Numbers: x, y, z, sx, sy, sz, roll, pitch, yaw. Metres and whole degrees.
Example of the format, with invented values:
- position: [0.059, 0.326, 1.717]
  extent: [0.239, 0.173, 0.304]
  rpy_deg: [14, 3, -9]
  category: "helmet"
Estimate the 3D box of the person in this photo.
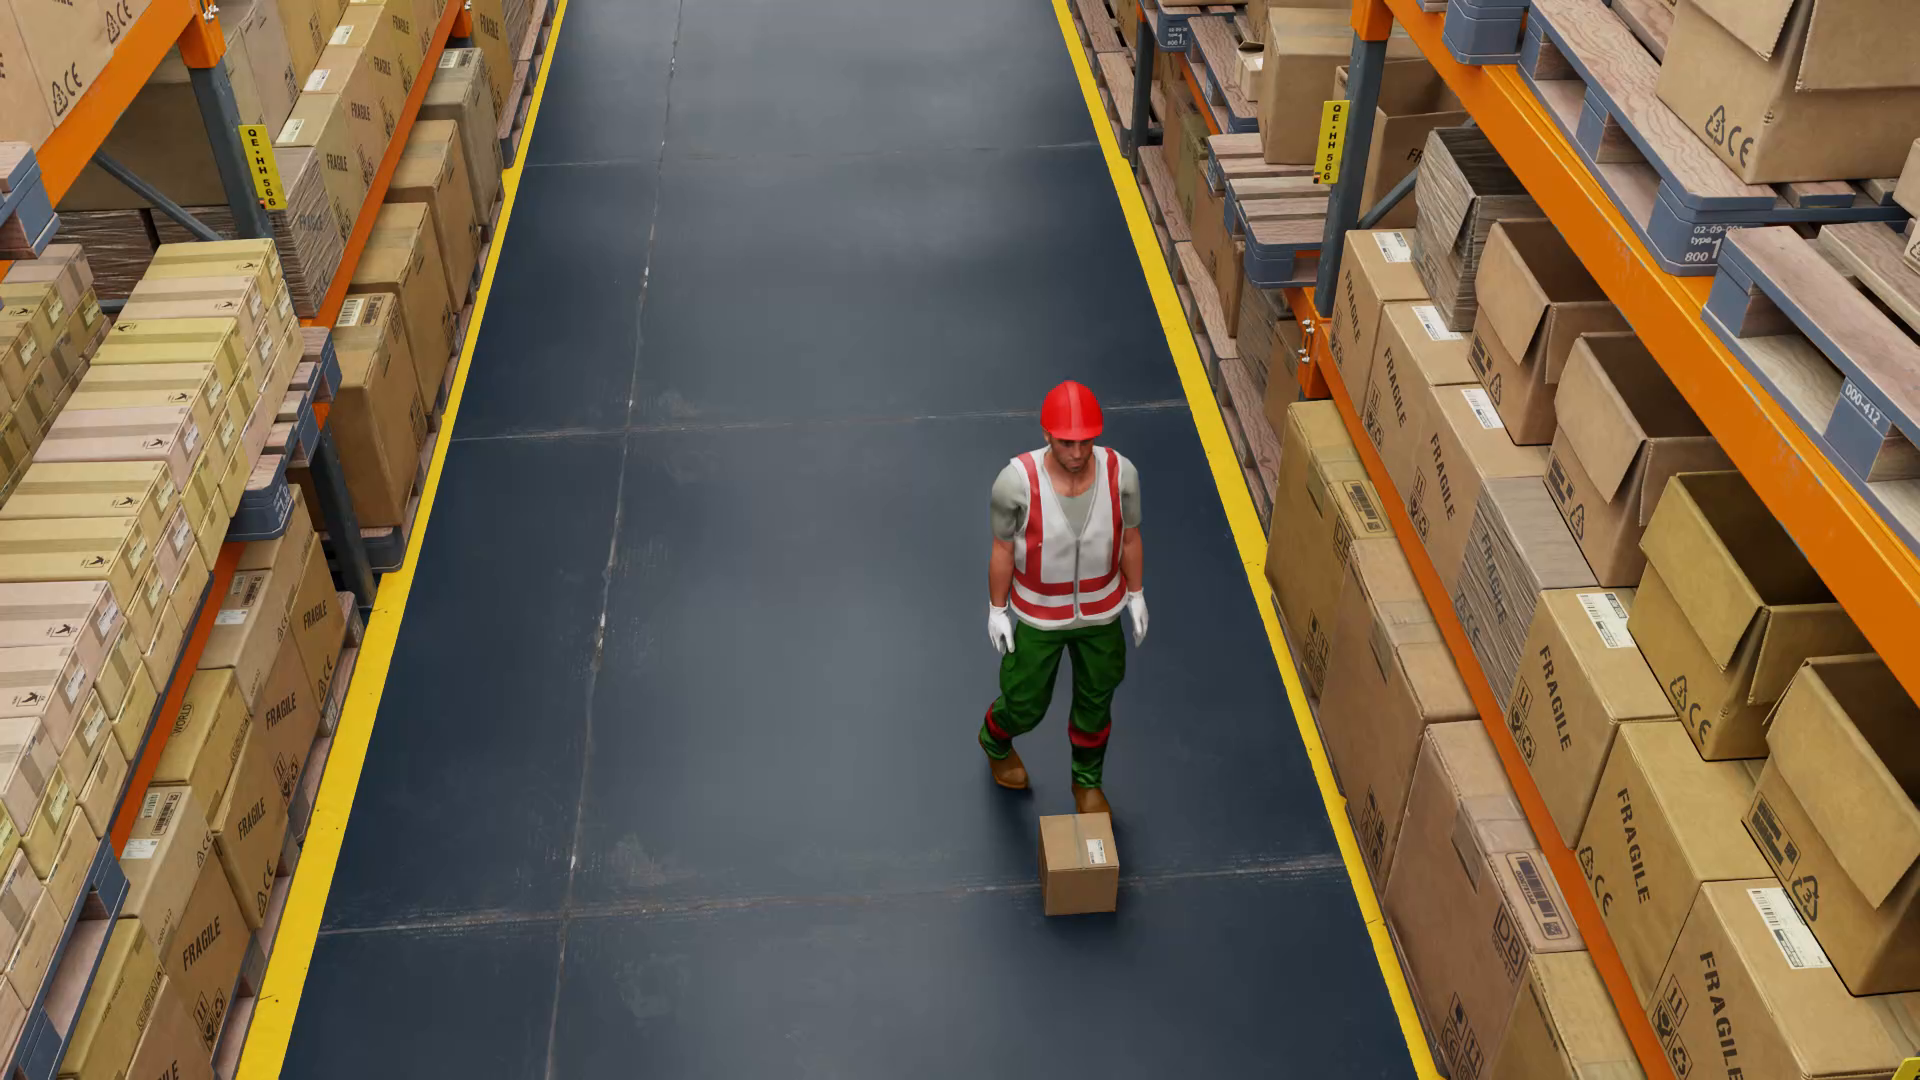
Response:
- position: [0.387, 0.256, 5.808]
  extent: [0.575, 1.790, 0.527]
  rpy_deg: [-7, 39, -8]
  category: "person"
